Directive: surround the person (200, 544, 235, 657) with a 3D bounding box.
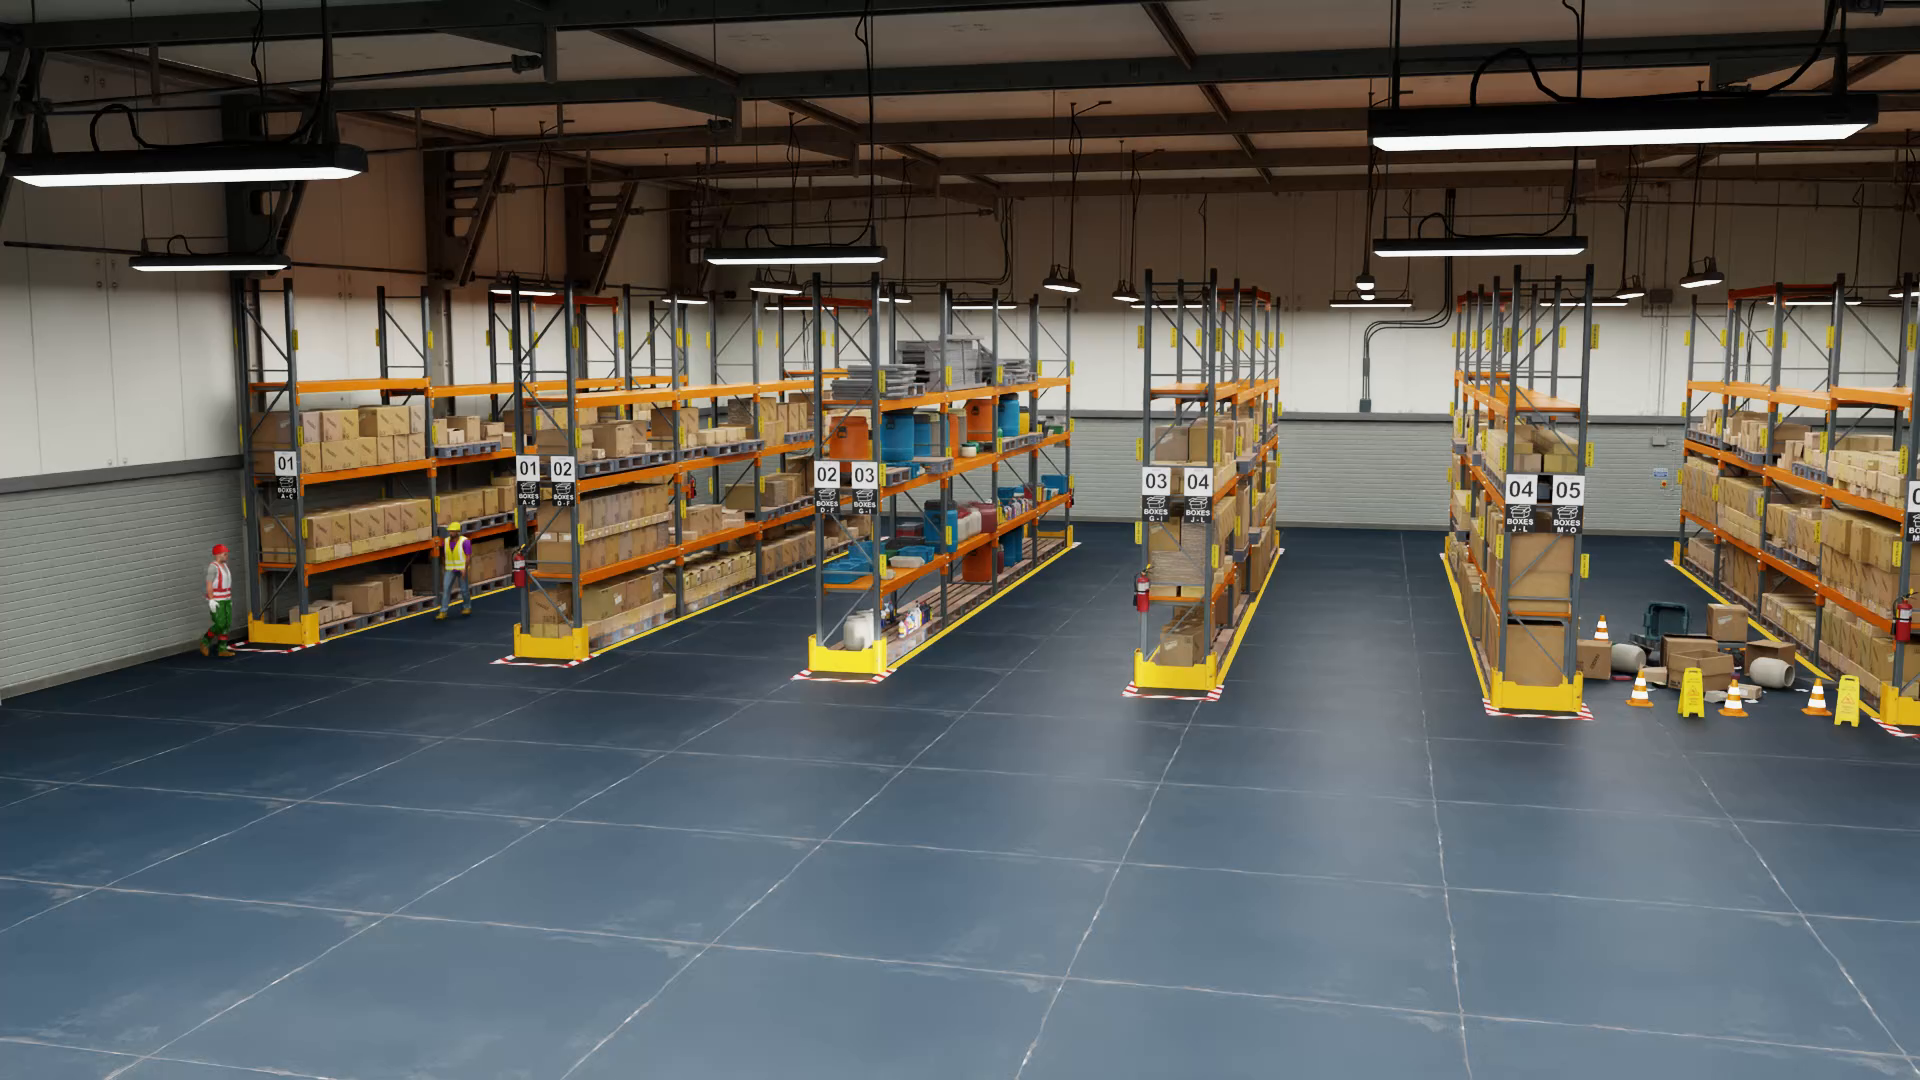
[{"bbox_3d":[-11.731,0.962,26.206,0.510,1.788,0.573,1,7,11],"label":"person"}]

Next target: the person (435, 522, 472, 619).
[{"bbox_3d":[-9.104,0.534,29.972,0.584,1.712,0.989,0,7,0],"label":"person"}]
